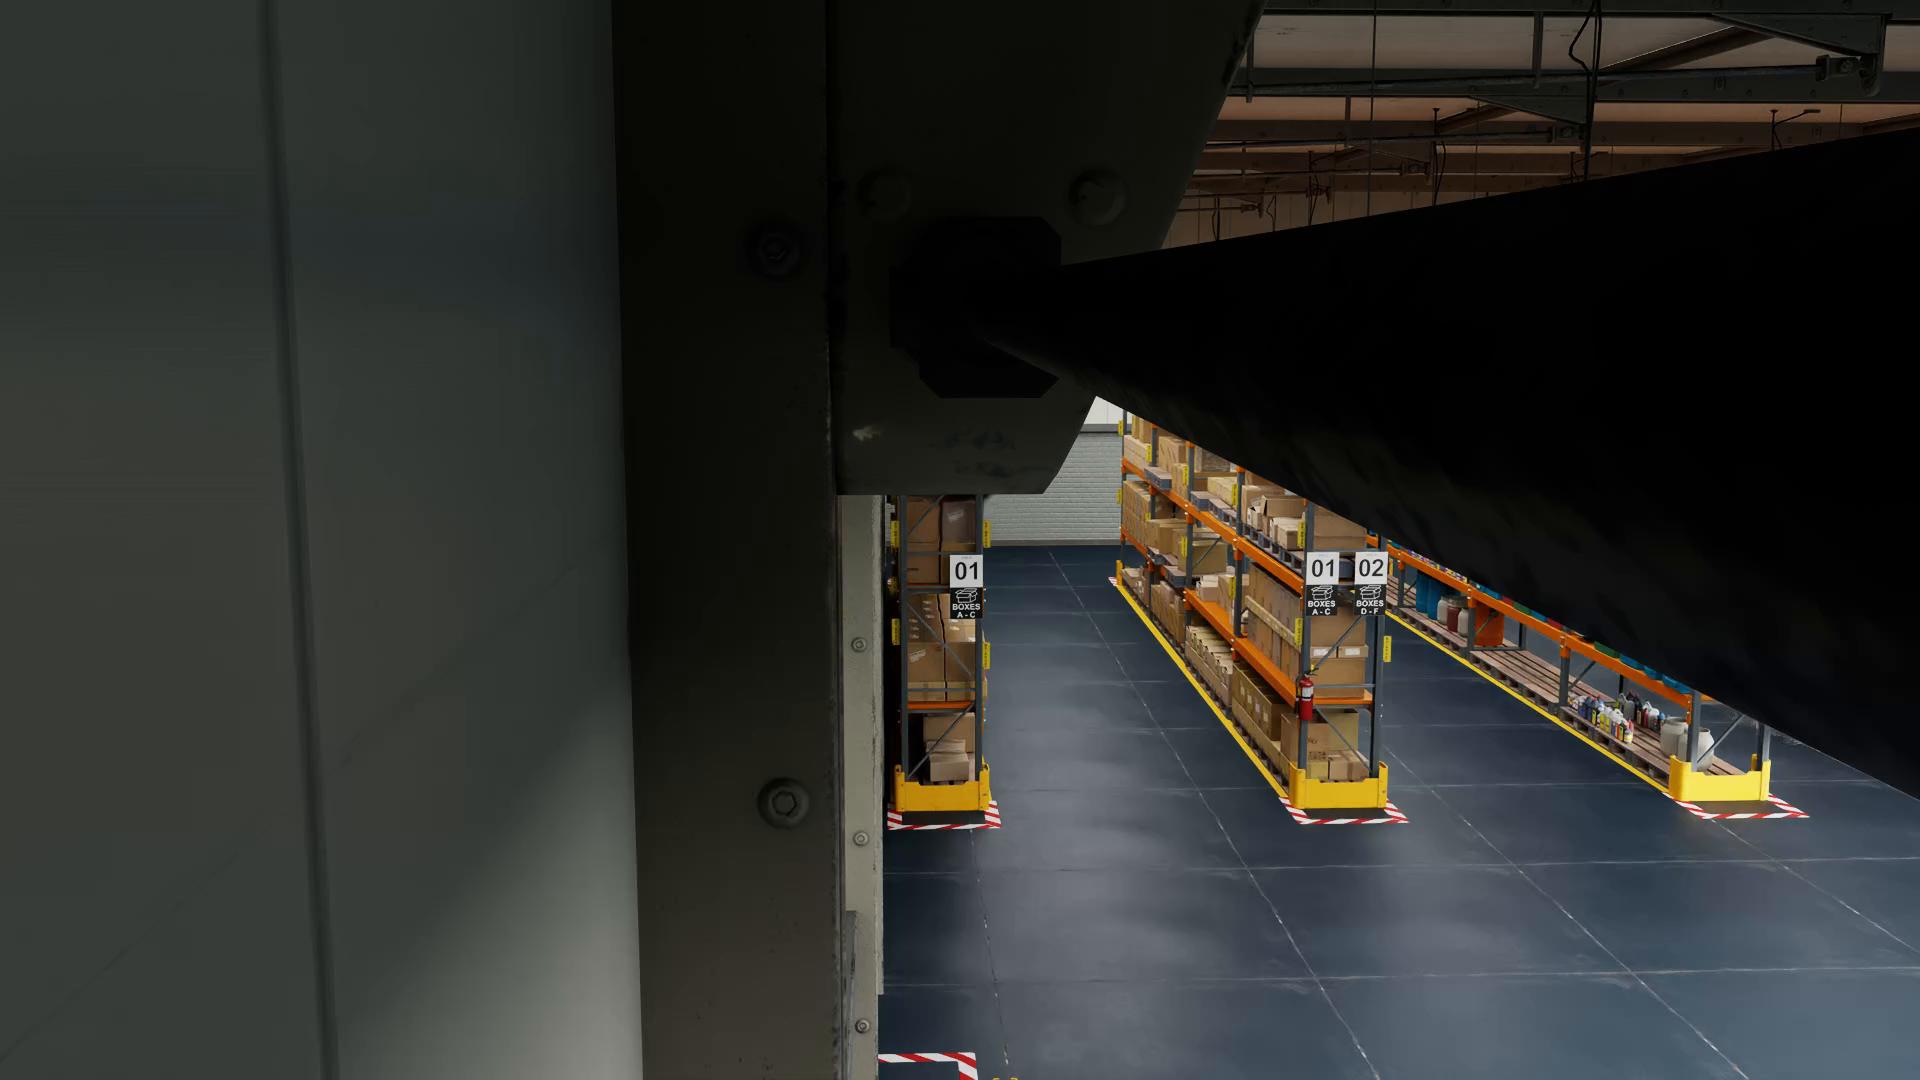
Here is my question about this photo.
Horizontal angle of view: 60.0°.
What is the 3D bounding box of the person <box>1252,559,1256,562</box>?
[{"bbox_3d":[6.203,0.462,34.063,0.673,1.732,0.612,-2,9,-15],"label":"person"}]
